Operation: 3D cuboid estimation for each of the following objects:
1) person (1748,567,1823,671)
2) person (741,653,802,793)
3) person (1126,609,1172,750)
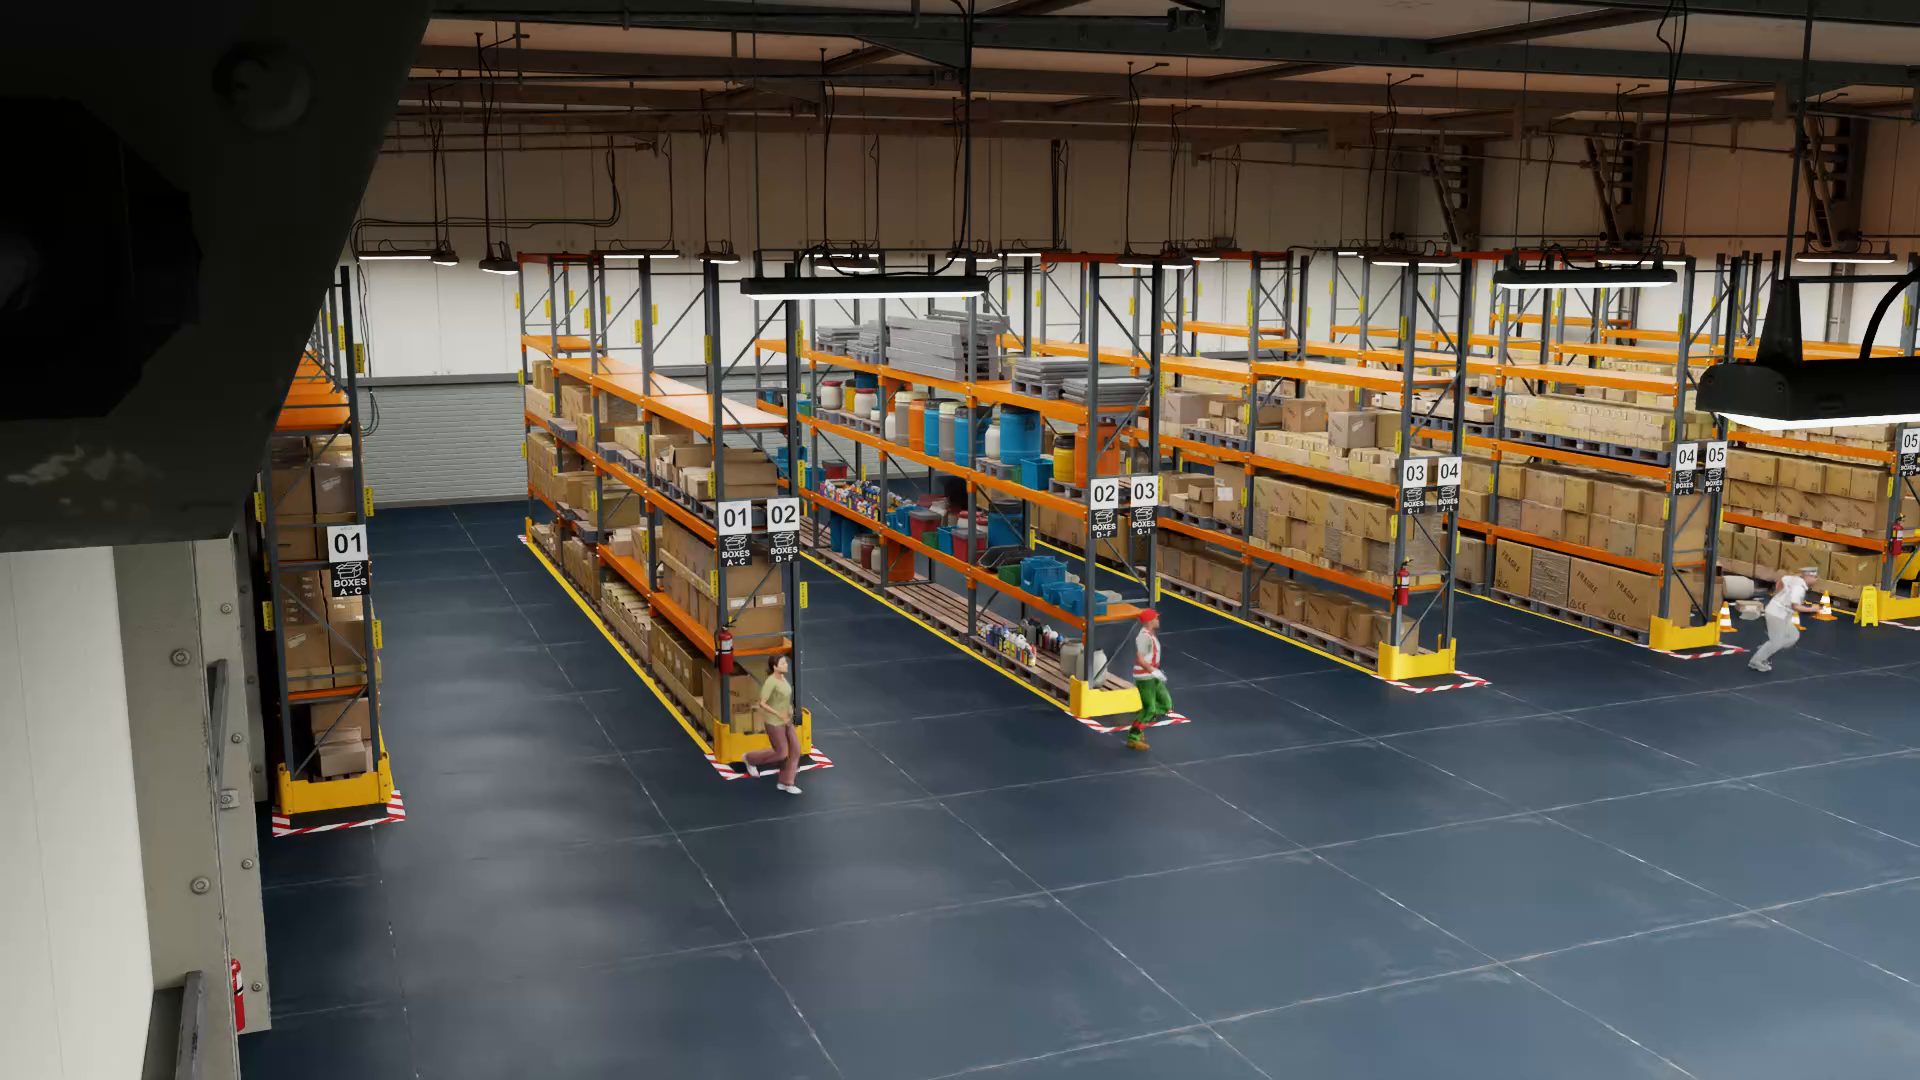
[{"bbox_3d":[12.122,1.140,24.380,0.909,1.577,0.694,4,11,23],"label":"person"},{"bbox_3d":[-2.158,2.095,19.164,0.720,1.650,0.598,3,11,16],"label":"person"},{"bbox_3d":[2.403,1.716,20.852,0.523,1.720,0.718,3,11,17],"label":"person"}]
